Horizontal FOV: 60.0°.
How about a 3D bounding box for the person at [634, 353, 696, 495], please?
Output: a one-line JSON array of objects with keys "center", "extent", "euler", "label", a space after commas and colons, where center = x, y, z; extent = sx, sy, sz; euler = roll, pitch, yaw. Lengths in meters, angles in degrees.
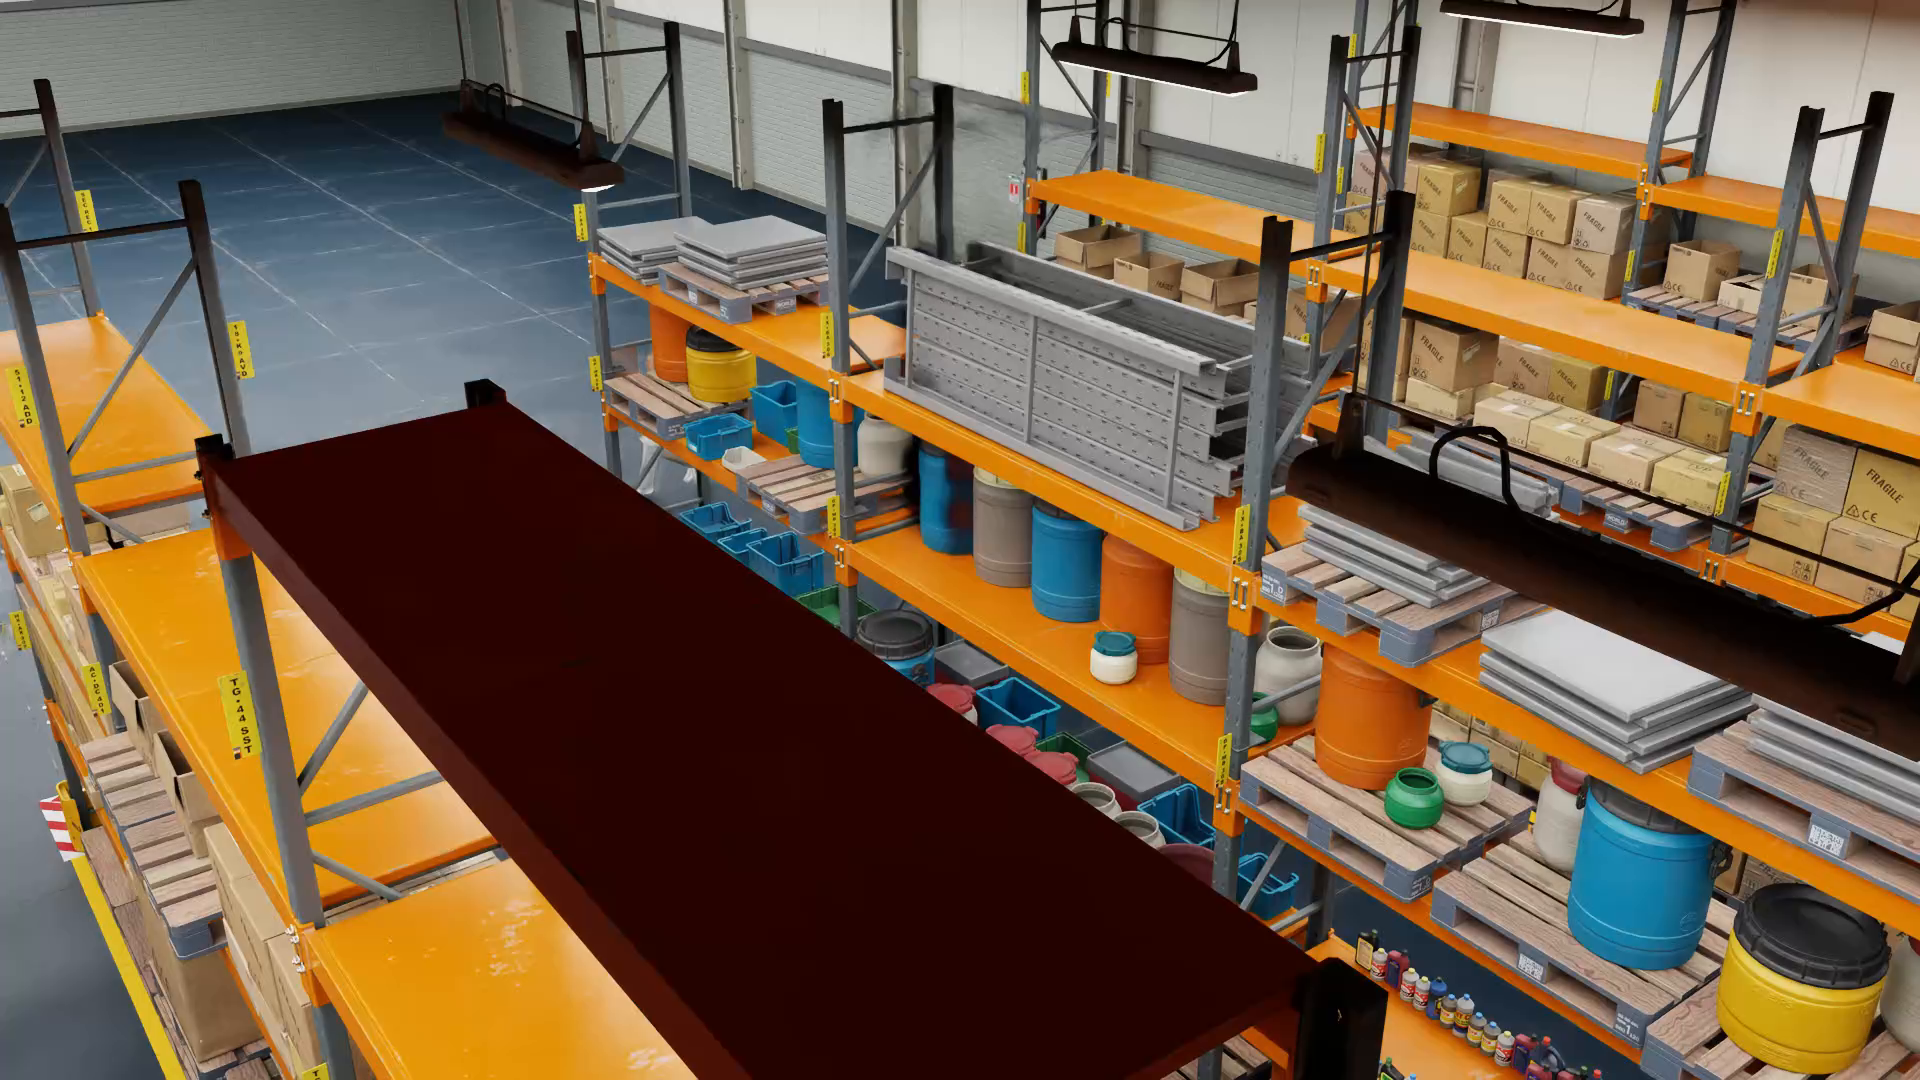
[{"center": [-3.579, -1.394, 19.848], "extent": [1.040, 1.773, 0.710], "euler": [-8, 26, -18], "label": "person"}]
